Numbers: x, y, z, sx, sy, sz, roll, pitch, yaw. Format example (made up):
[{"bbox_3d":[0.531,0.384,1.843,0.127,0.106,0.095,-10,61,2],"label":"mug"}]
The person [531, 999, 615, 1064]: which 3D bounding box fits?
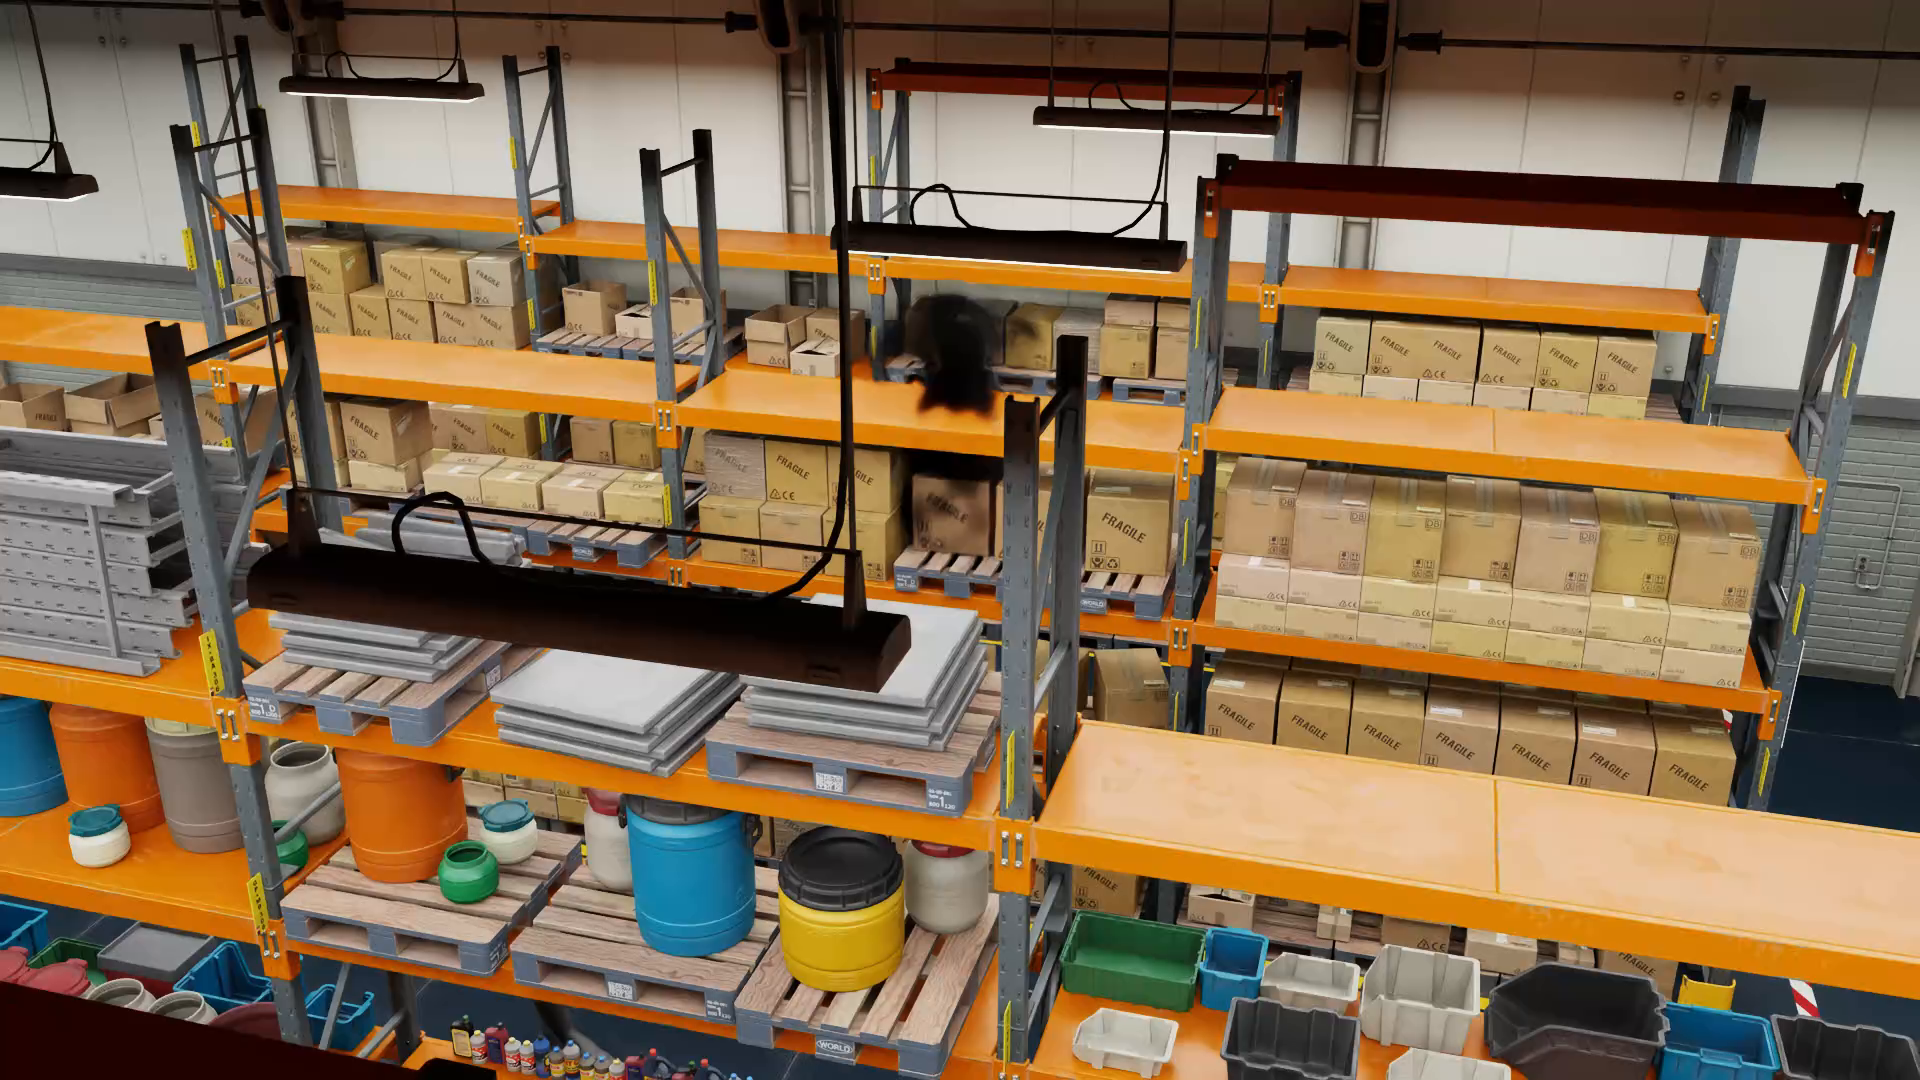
[{"bbox_3d":[-2.771,3.066,11.389,0.967,1.395,0.561,16,28,34],"label":"person"}]
